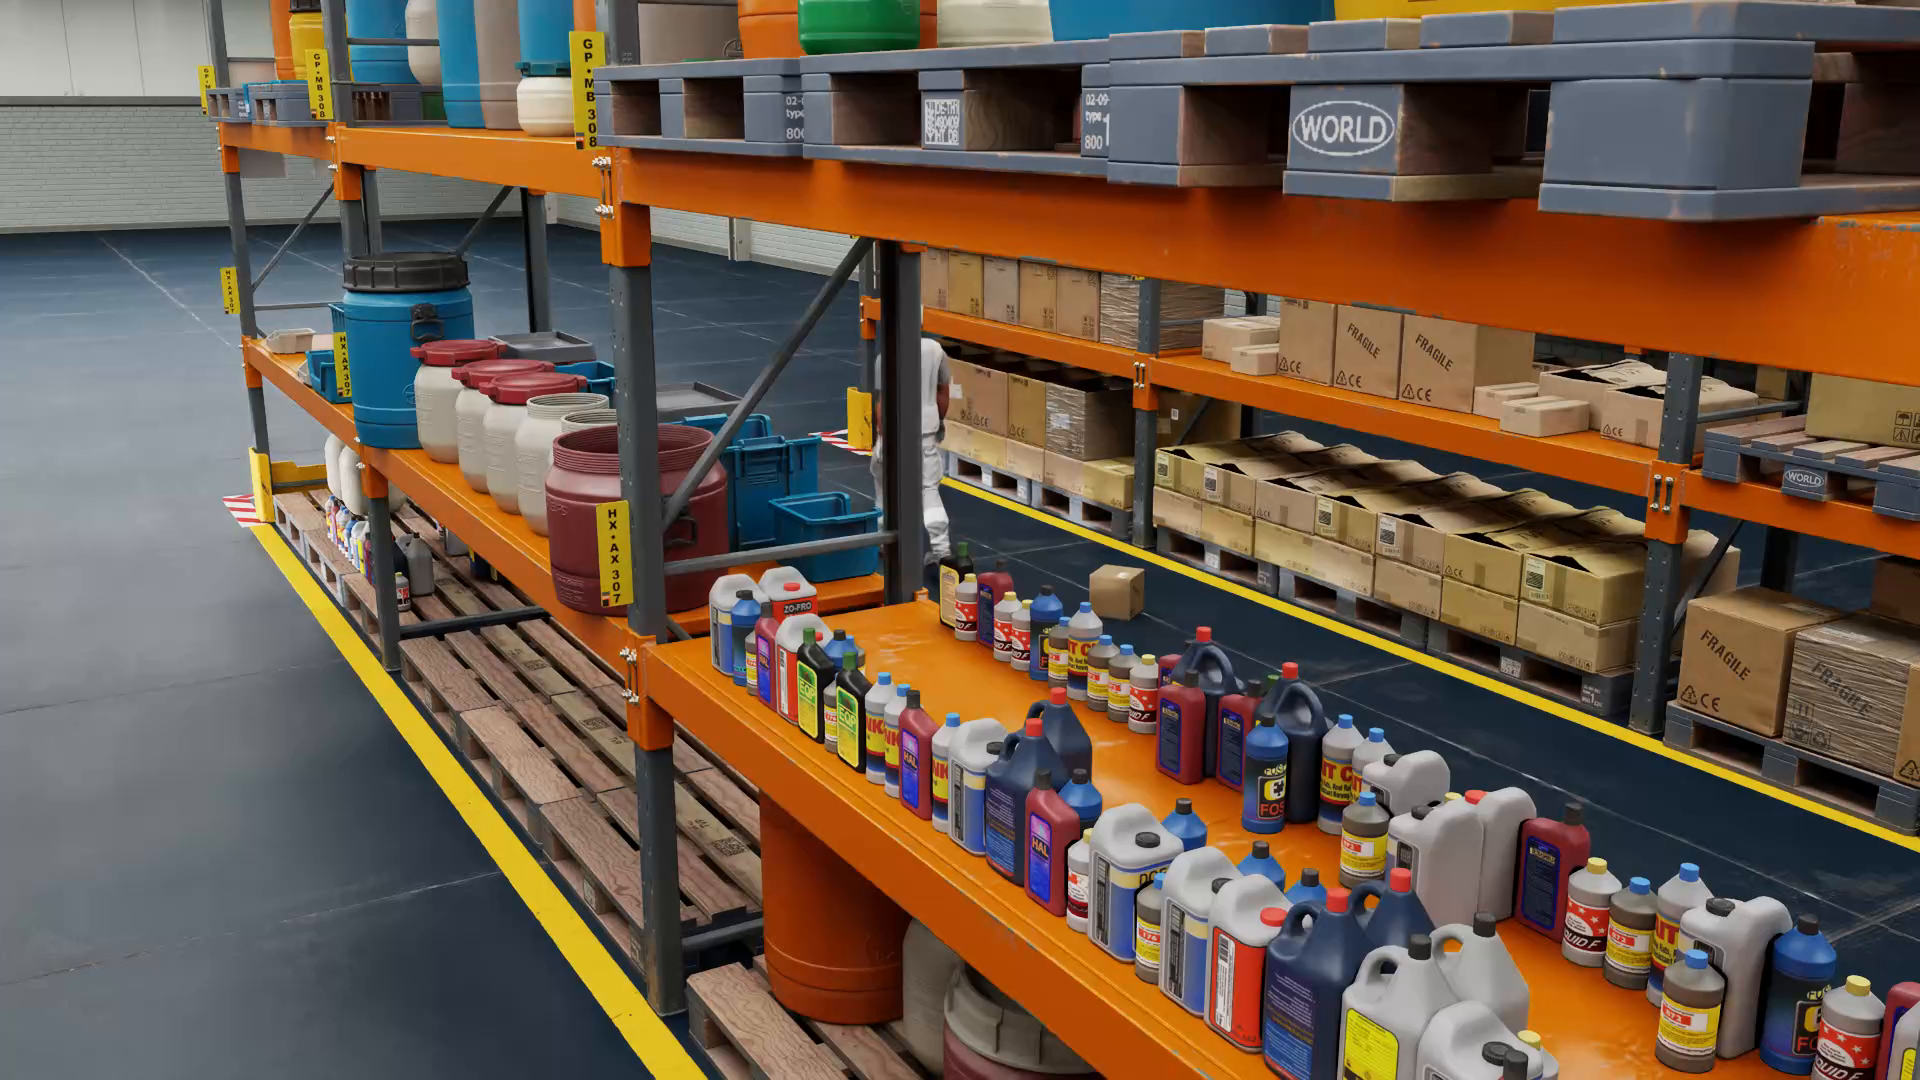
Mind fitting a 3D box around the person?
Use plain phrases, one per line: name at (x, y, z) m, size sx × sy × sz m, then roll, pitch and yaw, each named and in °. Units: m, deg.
person at (-0.314, -0.695, 10.630) m, size 0.598 × 1.749 × 1.046 m, roll -6°, pitch 16°, yaw -22°
